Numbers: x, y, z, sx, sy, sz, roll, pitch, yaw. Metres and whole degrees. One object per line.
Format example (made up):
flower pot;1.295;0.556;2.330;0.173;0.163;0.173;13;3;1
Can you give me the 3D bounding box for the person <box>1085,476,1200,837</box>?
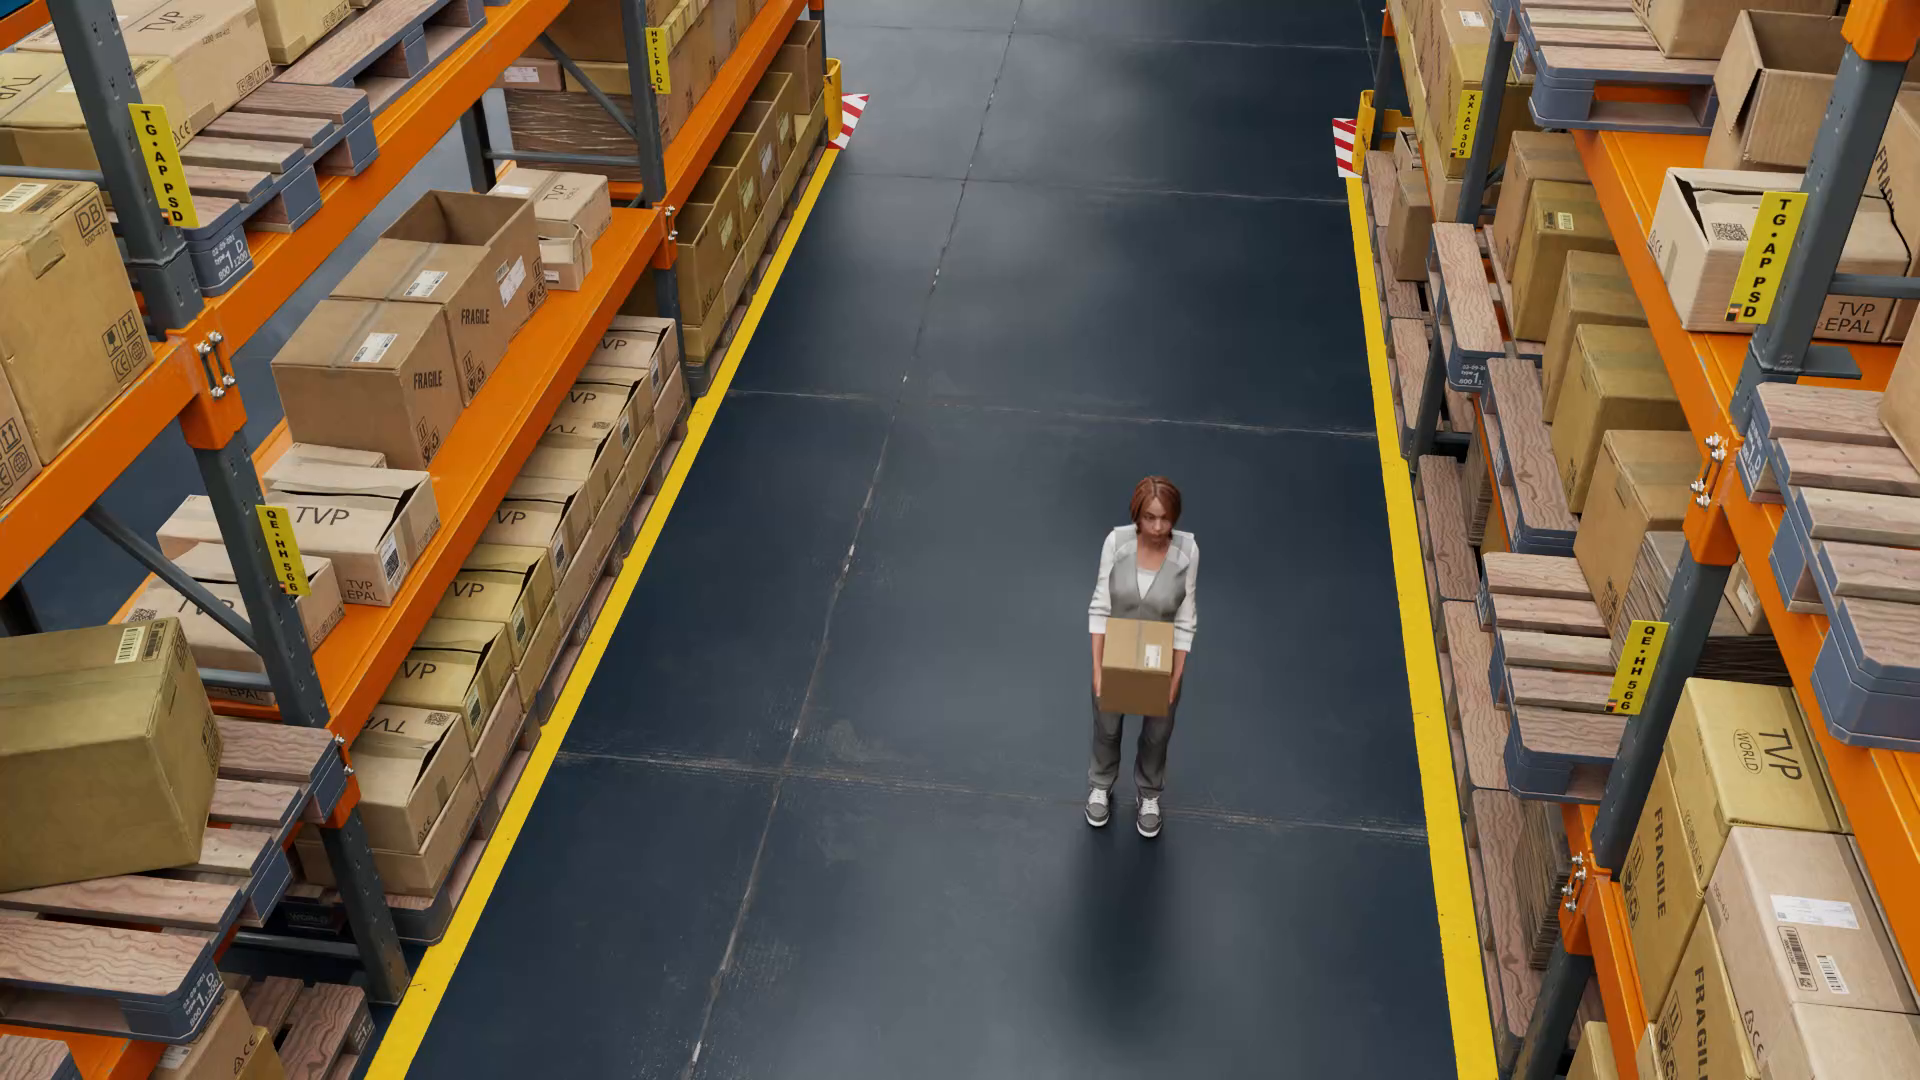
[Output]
person;0.683;0.505;6.371;0.405;1.589;0.498;5;37;6
